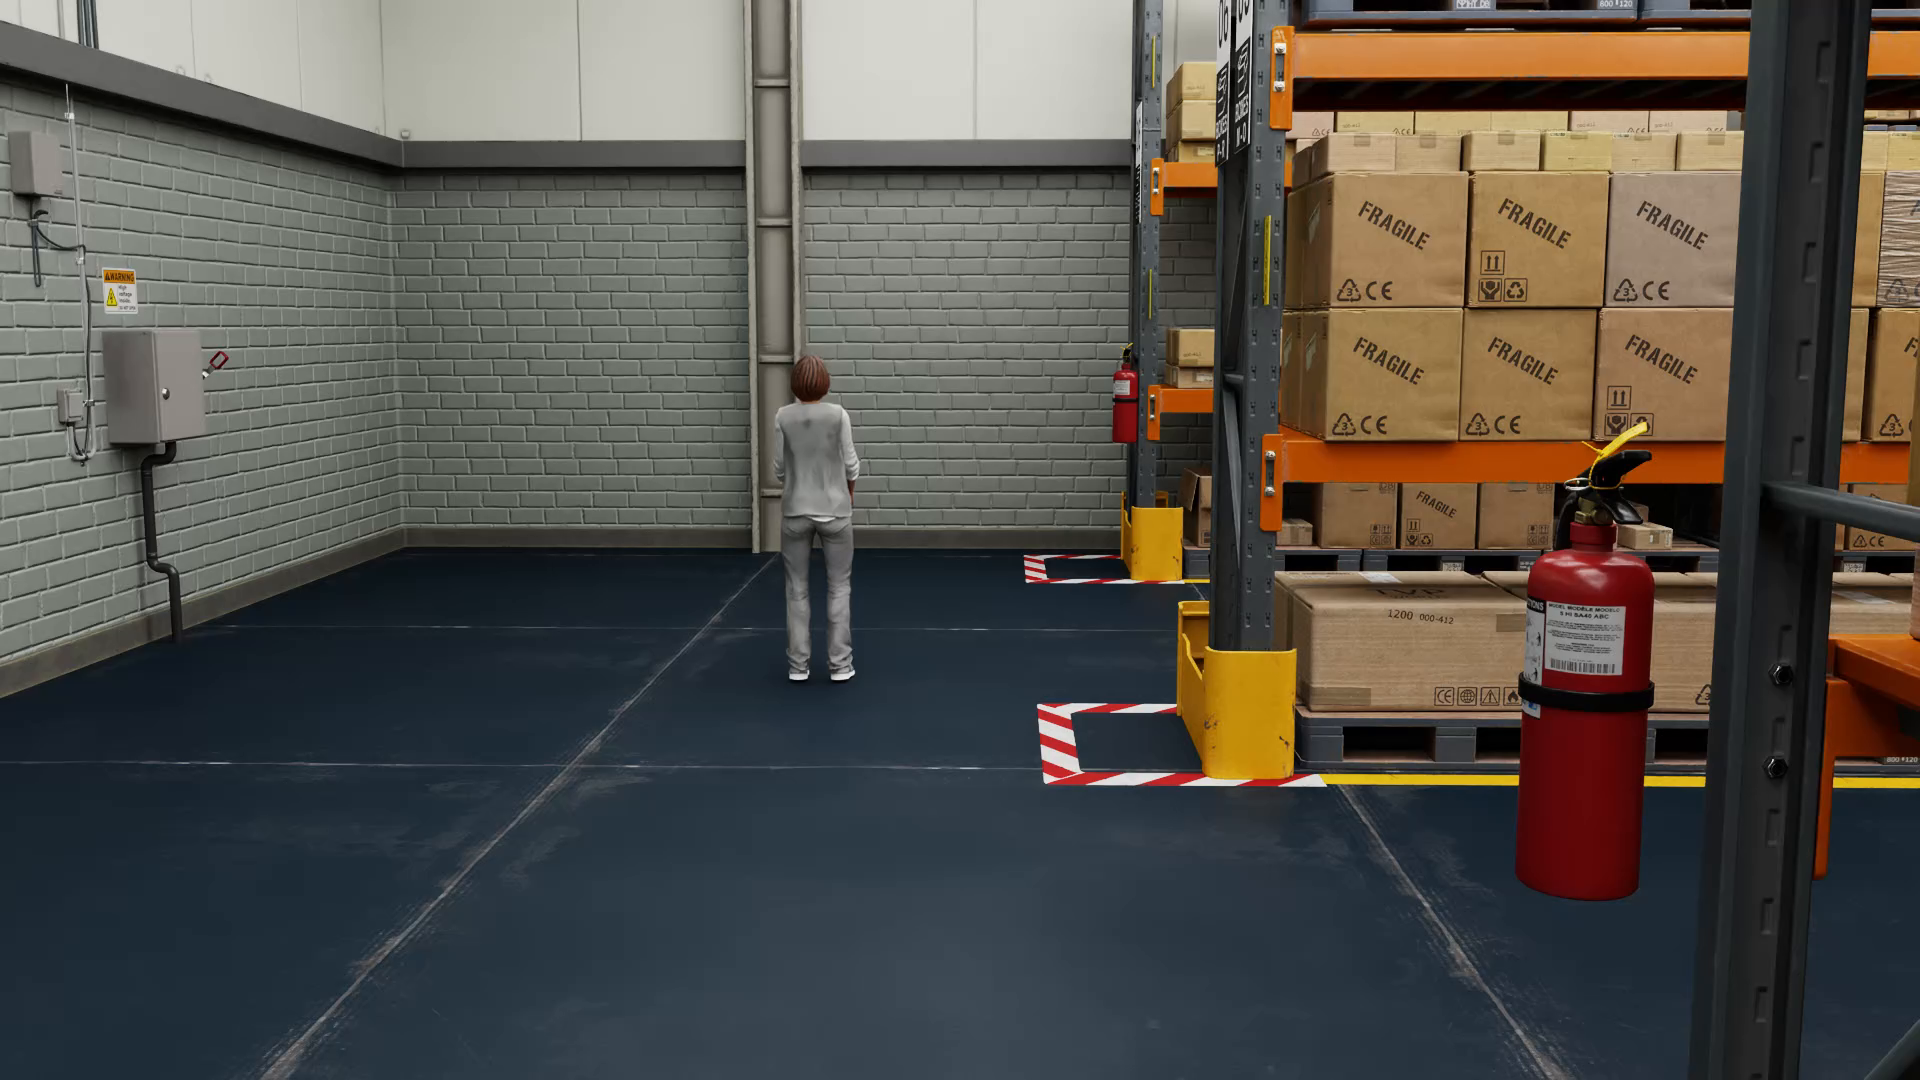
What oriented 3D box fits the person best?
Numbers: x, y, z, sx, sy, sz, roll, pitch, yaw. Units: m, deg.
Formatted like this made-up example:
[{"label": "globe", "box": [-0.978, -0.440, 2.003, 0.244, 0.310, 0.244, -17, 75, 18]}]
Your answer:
[{"label": "person", "box": [-0.702, -0.114, 8.190, 0.419, 1.594, 0.492, 0, 7, 1]}]
